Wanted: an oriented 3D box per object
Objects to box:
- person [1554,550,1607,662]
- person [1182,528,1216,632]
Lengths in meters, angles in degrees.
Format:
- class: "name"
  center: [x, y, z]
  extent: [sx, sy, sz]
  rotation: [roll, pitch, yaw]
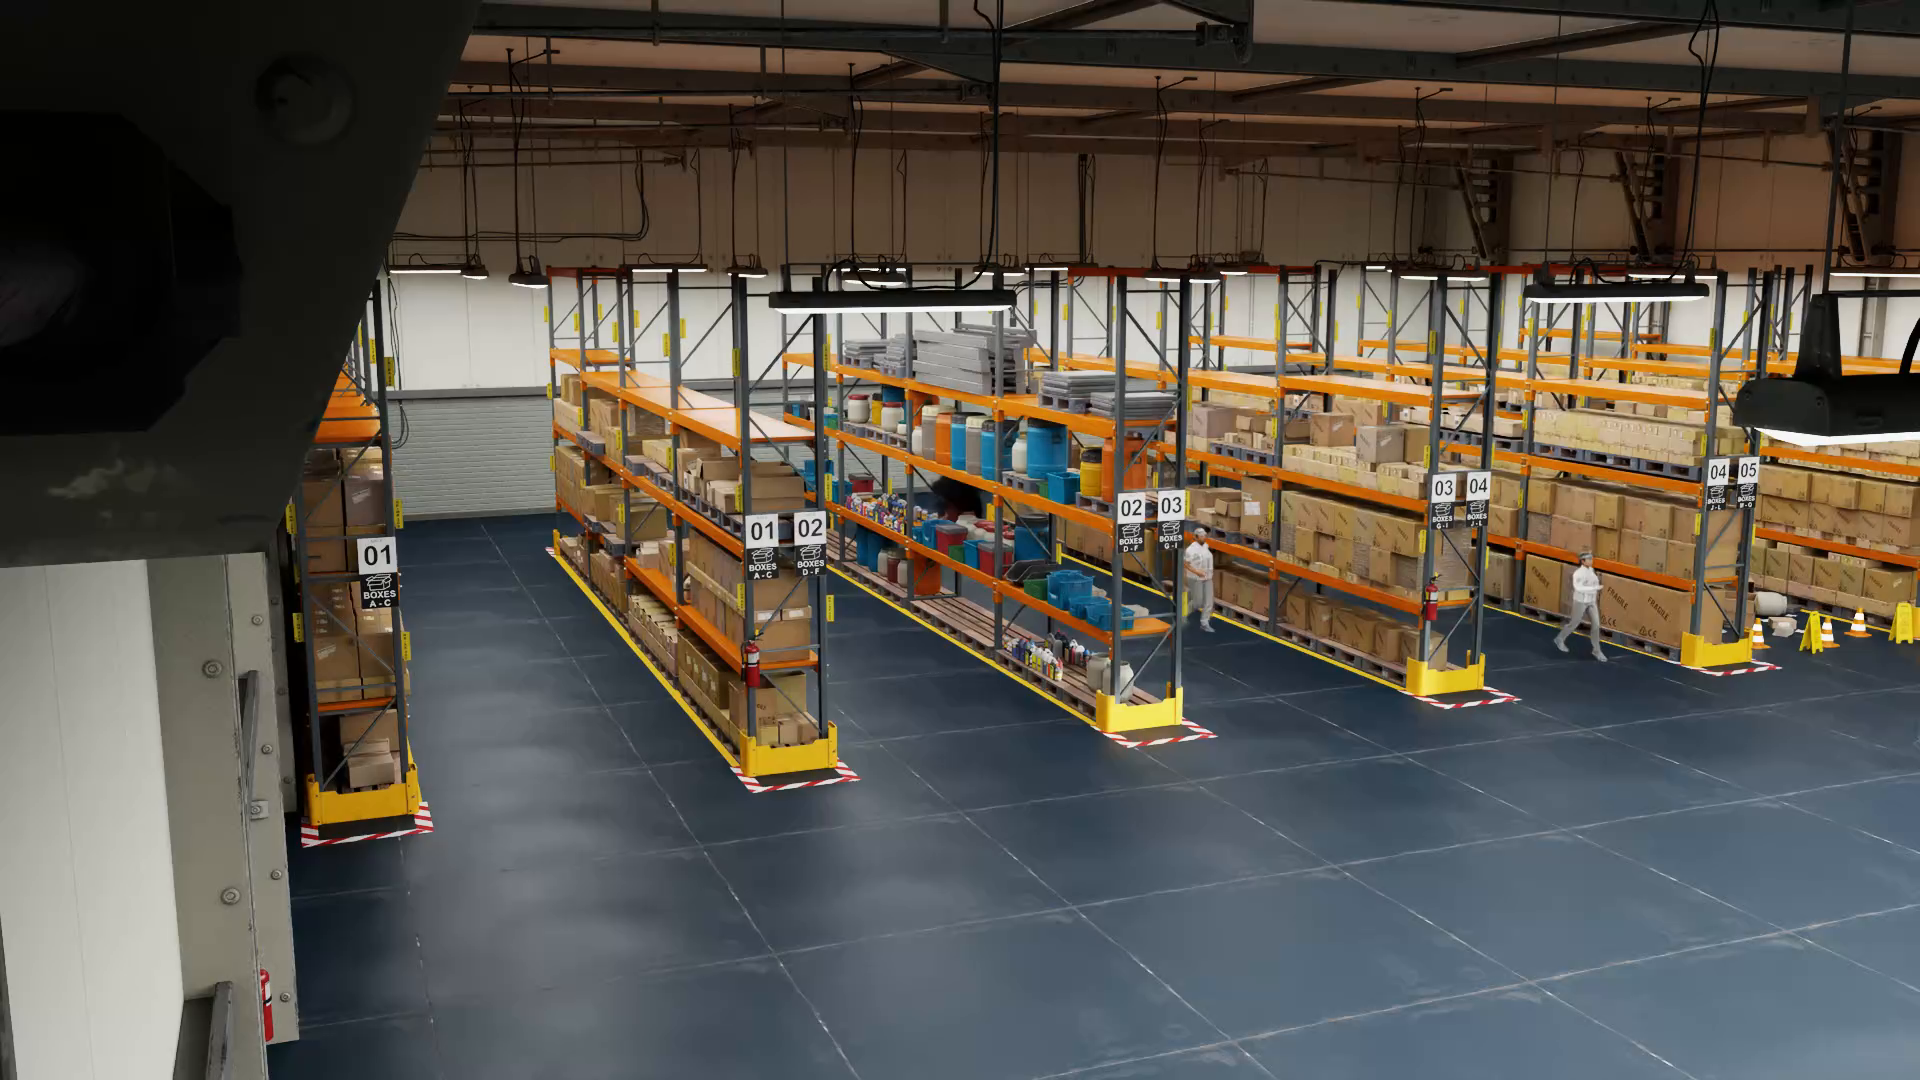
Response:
- class: "person"
  center: [9.745, 0.991, 25.981]
  extent: [0.598, 1.715, 0.884]
  rotation: [-6, 12, -31]
- class: "person"
  center: [3.845, 0.627, 26.690]
  extent: [0.608, 1.659, 0.687]
  rotation: [-8, 12, -37]
